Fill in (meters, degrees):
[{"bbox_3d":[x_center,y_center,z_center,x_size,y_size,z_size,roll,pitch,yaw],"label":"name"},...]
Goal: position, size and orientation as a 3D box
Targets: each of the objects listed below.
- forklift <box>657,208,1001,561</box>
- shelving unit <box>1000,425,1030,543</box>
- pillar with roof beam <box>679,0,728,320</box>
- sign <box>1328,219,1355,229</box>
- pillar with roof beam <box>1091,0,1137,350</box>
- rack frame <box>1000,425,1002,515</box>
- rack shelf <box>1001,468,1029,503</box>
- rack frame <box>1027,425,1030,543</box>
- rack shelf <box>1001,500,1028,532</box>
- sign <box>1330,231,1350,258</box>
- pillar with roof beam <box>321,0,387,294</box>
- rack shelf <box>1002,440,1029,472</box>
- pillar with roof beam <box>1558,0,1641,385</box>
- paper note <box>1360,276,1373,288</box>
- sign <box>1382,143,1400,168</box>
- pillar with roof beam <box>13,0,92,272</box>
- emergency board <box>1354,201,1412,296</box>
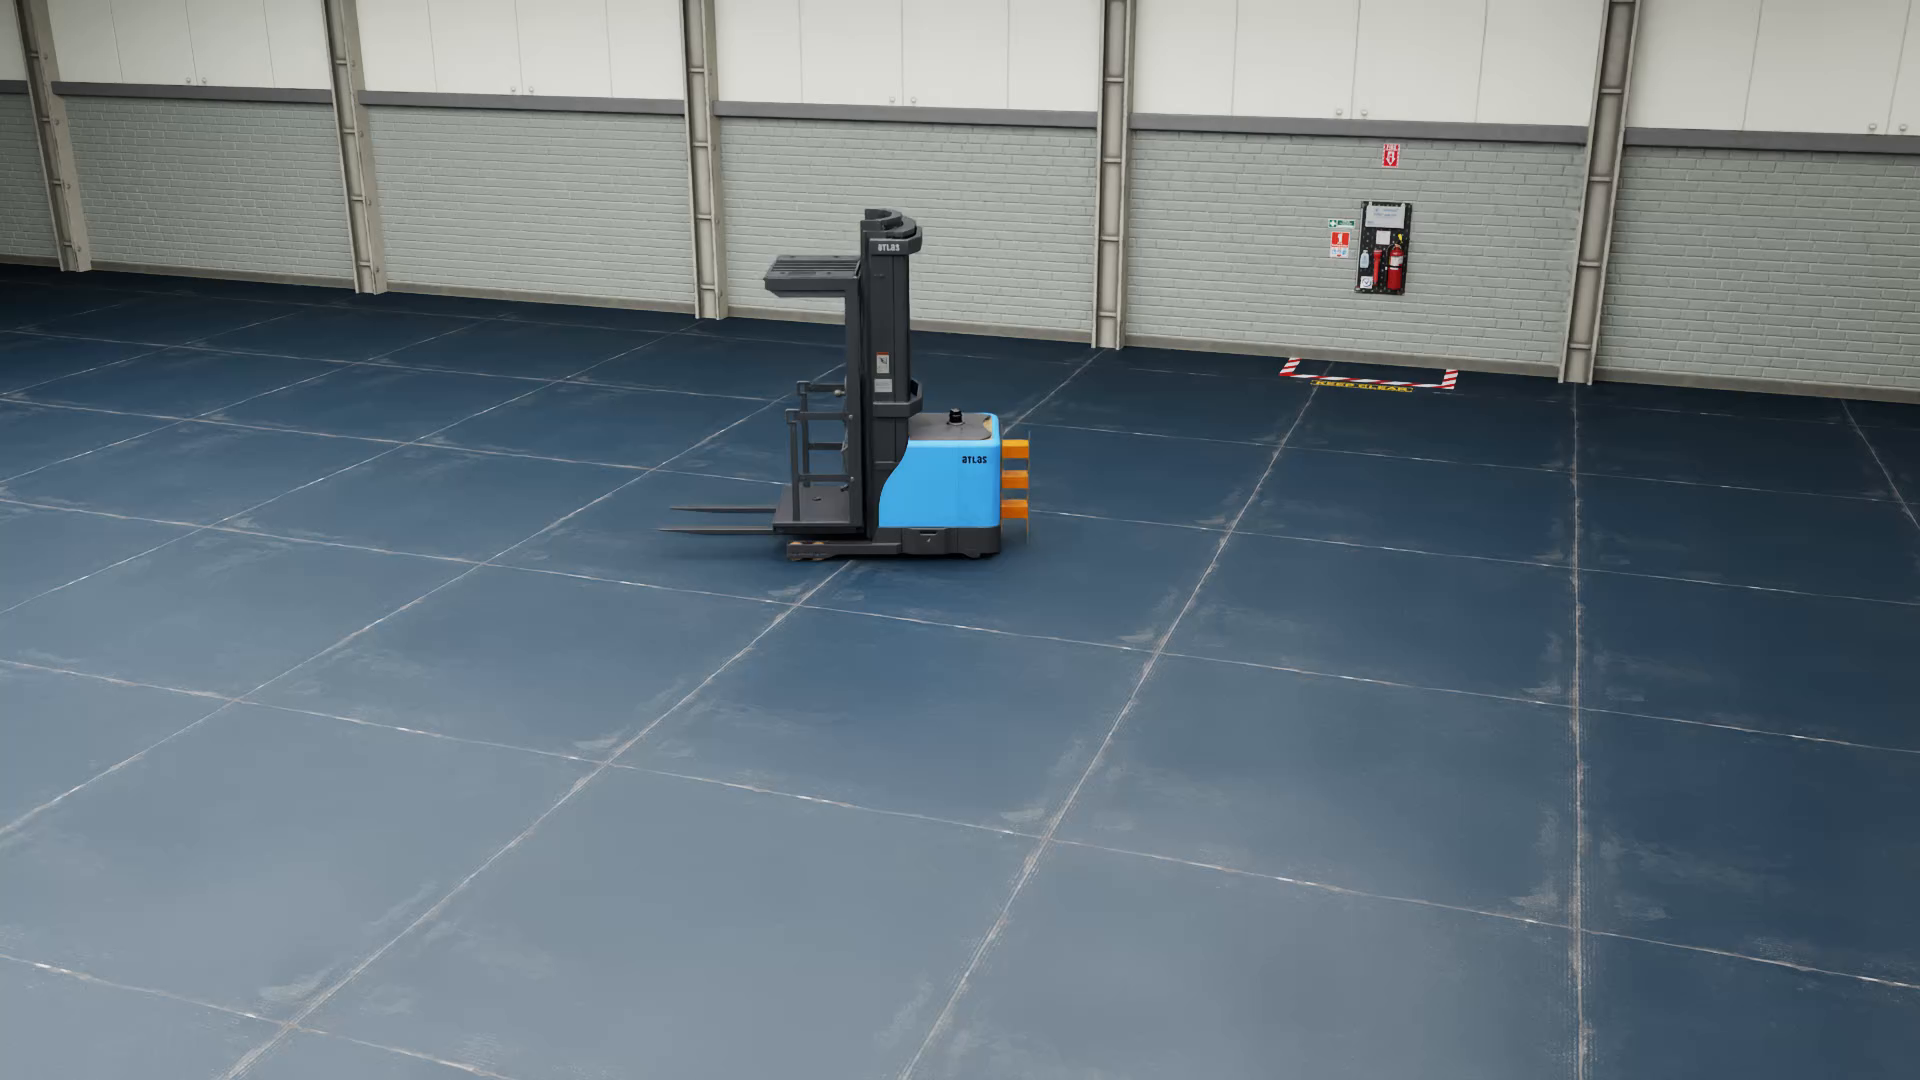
[{"bbox_3d":[-1.155,-1.374,14.566,3.031,2.935,1.130,0,19,0],"label":"forklift"},{"bbox_3d":[0.489,-0.501,14.917,0.252,1.050,0.215,0,19,0],"label":"shelving unit"},{"bbox_3d":[-5.062,-6.195,19.177,0.400,9.000,9.100,7,20,18],"label":"pillar with roof beam"},{"bbox_3d":[4.877,-4.039,21.246,0.331,0.109,0.001,7,20,18],"label":"sign"},{"bbox_3d":[0.605,-5.547,17.318,0.400,9.000,9.100,7,20,18],"label":"pillar with roof beam"},{"bbox_3d":[0.367,-0.501,14.917,0.008,1.050,0.200,0,19,0],"label":"rack frame"},{"bbox_3d":[0.489,-0.491,14.921,0.240,0.259,0.215,0,19,0],"label":"rack shelf"},{"bbox_3d":[0.611,-0.500,14.917,0.008,1.050,0.200,0,19,0],"label":"rack frame"},{"bbox_3d":[0.489,-0.228,15.012,0.240,0.259,0.215,0,19,0],"label":"rack shelf"},{"bbox_3d":[4.876,-3.792,21.343,0.234,0.329,0.001,7,20,18],"label":"sign"},{"bbox_3d":[-10.730,-6.843,21.036,0.400,9.000,9.100,7,20,18],"label":"pillar with roof beam"},{"bbox_3d":[0.489,-0.758,14.827,0.240,0.259,0.215,0,19,0],"label":"rack shelf"},{"bbox_3d":[6.273,-4.899,15.458,0.400,9.000,9.100,7,20,18],"label":"pillar with roof beam"},{"bbox_3d":[5.219,-3.308,21.347,0.142,0.148,0.016,7,20,18],"label":"paper note"},{"bbox_3d":[5.389,-4.810,20.795,0.199,0.298,0.001,7,20,18],"label":"sign"},{"bbox_3d":[-16.398,-7.491,22.896,0.400,9.000,9.100,7,20,18],"label":"pillar with roof beam"},{"bbox_3d":[5.364,-3.683,21.086,0.643,1.169,0.194,7,20,18],"label":"emergency board"}]
